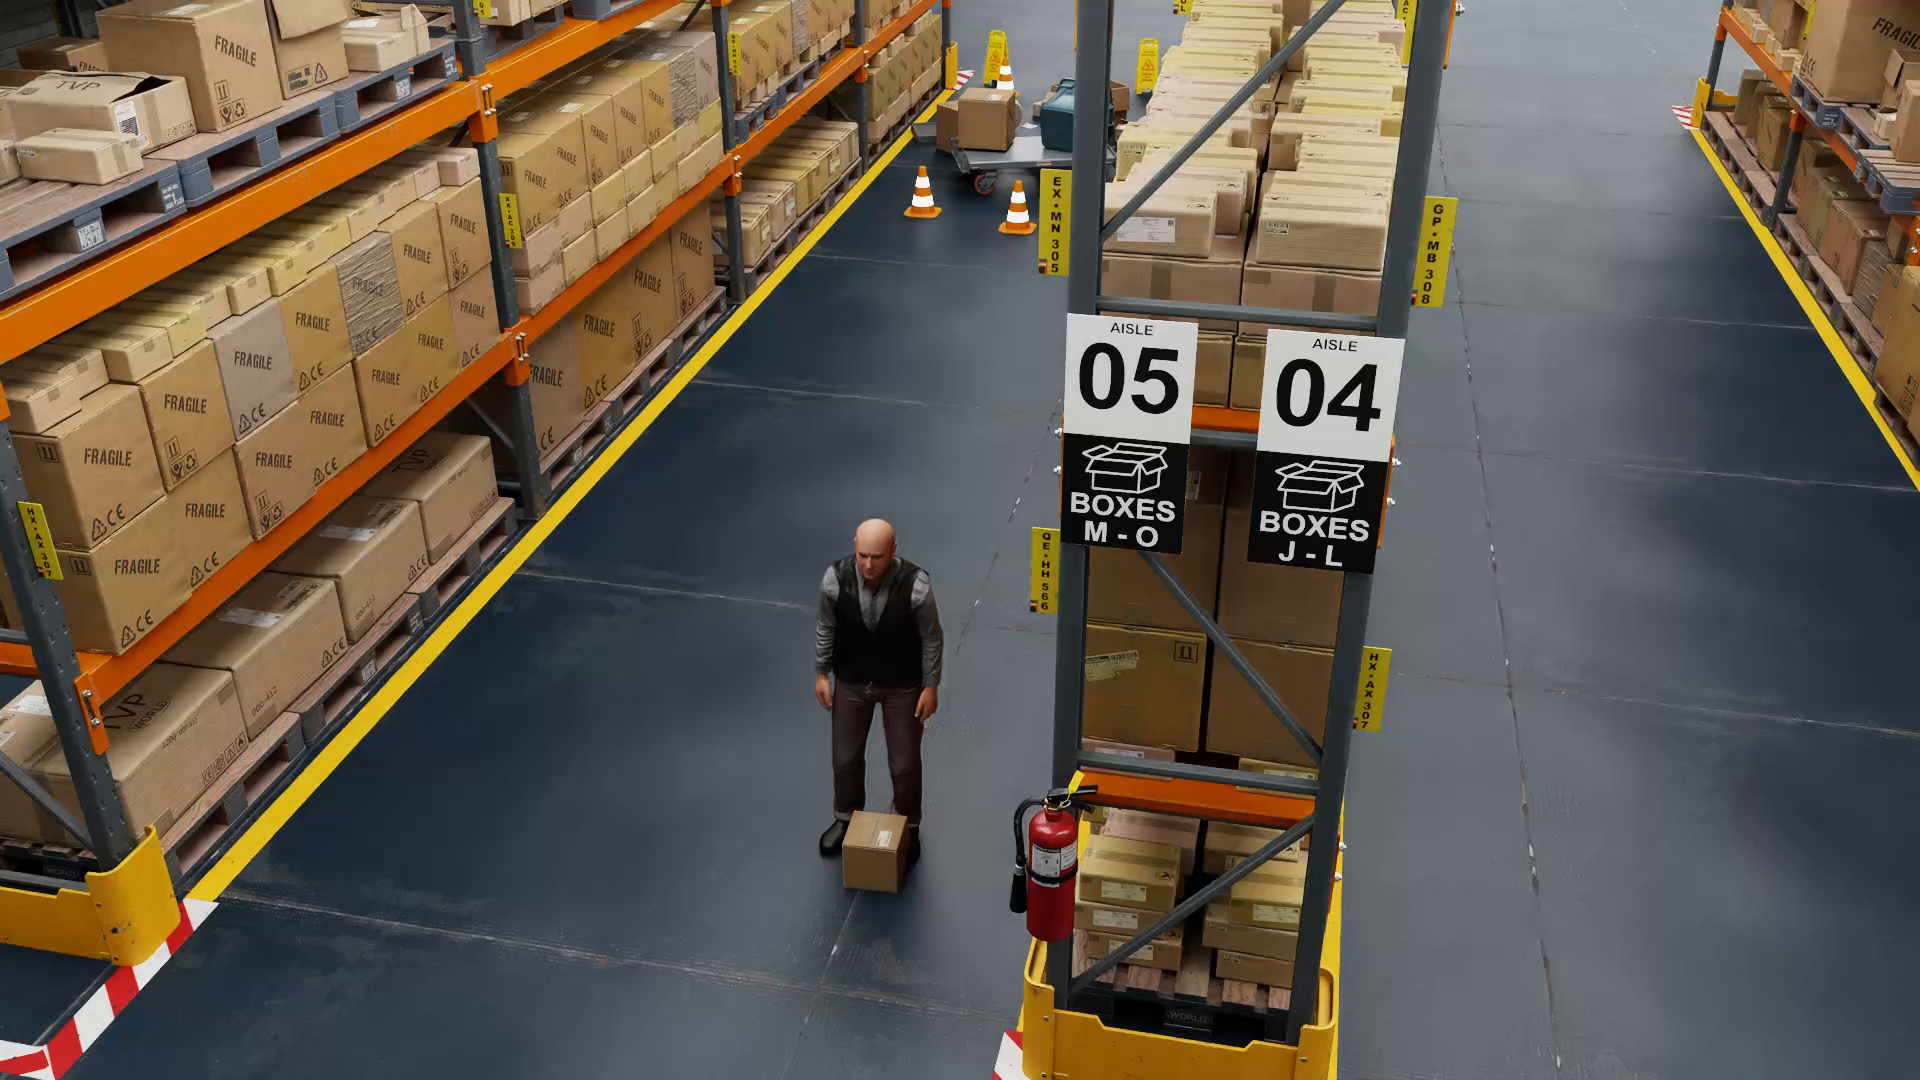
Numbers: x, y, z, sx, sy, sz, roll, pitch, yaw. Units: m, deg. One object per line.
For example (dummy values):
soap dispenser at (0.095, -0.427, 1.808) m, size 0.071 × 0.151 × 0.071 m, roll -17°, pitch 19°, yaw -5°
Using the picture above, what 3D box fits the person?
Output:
person at (-0.362, 0.641, 7.470) m, size 0.580 × 1.722 × 0.419 m, roll 5°, pitch 29°, yaw 10°
